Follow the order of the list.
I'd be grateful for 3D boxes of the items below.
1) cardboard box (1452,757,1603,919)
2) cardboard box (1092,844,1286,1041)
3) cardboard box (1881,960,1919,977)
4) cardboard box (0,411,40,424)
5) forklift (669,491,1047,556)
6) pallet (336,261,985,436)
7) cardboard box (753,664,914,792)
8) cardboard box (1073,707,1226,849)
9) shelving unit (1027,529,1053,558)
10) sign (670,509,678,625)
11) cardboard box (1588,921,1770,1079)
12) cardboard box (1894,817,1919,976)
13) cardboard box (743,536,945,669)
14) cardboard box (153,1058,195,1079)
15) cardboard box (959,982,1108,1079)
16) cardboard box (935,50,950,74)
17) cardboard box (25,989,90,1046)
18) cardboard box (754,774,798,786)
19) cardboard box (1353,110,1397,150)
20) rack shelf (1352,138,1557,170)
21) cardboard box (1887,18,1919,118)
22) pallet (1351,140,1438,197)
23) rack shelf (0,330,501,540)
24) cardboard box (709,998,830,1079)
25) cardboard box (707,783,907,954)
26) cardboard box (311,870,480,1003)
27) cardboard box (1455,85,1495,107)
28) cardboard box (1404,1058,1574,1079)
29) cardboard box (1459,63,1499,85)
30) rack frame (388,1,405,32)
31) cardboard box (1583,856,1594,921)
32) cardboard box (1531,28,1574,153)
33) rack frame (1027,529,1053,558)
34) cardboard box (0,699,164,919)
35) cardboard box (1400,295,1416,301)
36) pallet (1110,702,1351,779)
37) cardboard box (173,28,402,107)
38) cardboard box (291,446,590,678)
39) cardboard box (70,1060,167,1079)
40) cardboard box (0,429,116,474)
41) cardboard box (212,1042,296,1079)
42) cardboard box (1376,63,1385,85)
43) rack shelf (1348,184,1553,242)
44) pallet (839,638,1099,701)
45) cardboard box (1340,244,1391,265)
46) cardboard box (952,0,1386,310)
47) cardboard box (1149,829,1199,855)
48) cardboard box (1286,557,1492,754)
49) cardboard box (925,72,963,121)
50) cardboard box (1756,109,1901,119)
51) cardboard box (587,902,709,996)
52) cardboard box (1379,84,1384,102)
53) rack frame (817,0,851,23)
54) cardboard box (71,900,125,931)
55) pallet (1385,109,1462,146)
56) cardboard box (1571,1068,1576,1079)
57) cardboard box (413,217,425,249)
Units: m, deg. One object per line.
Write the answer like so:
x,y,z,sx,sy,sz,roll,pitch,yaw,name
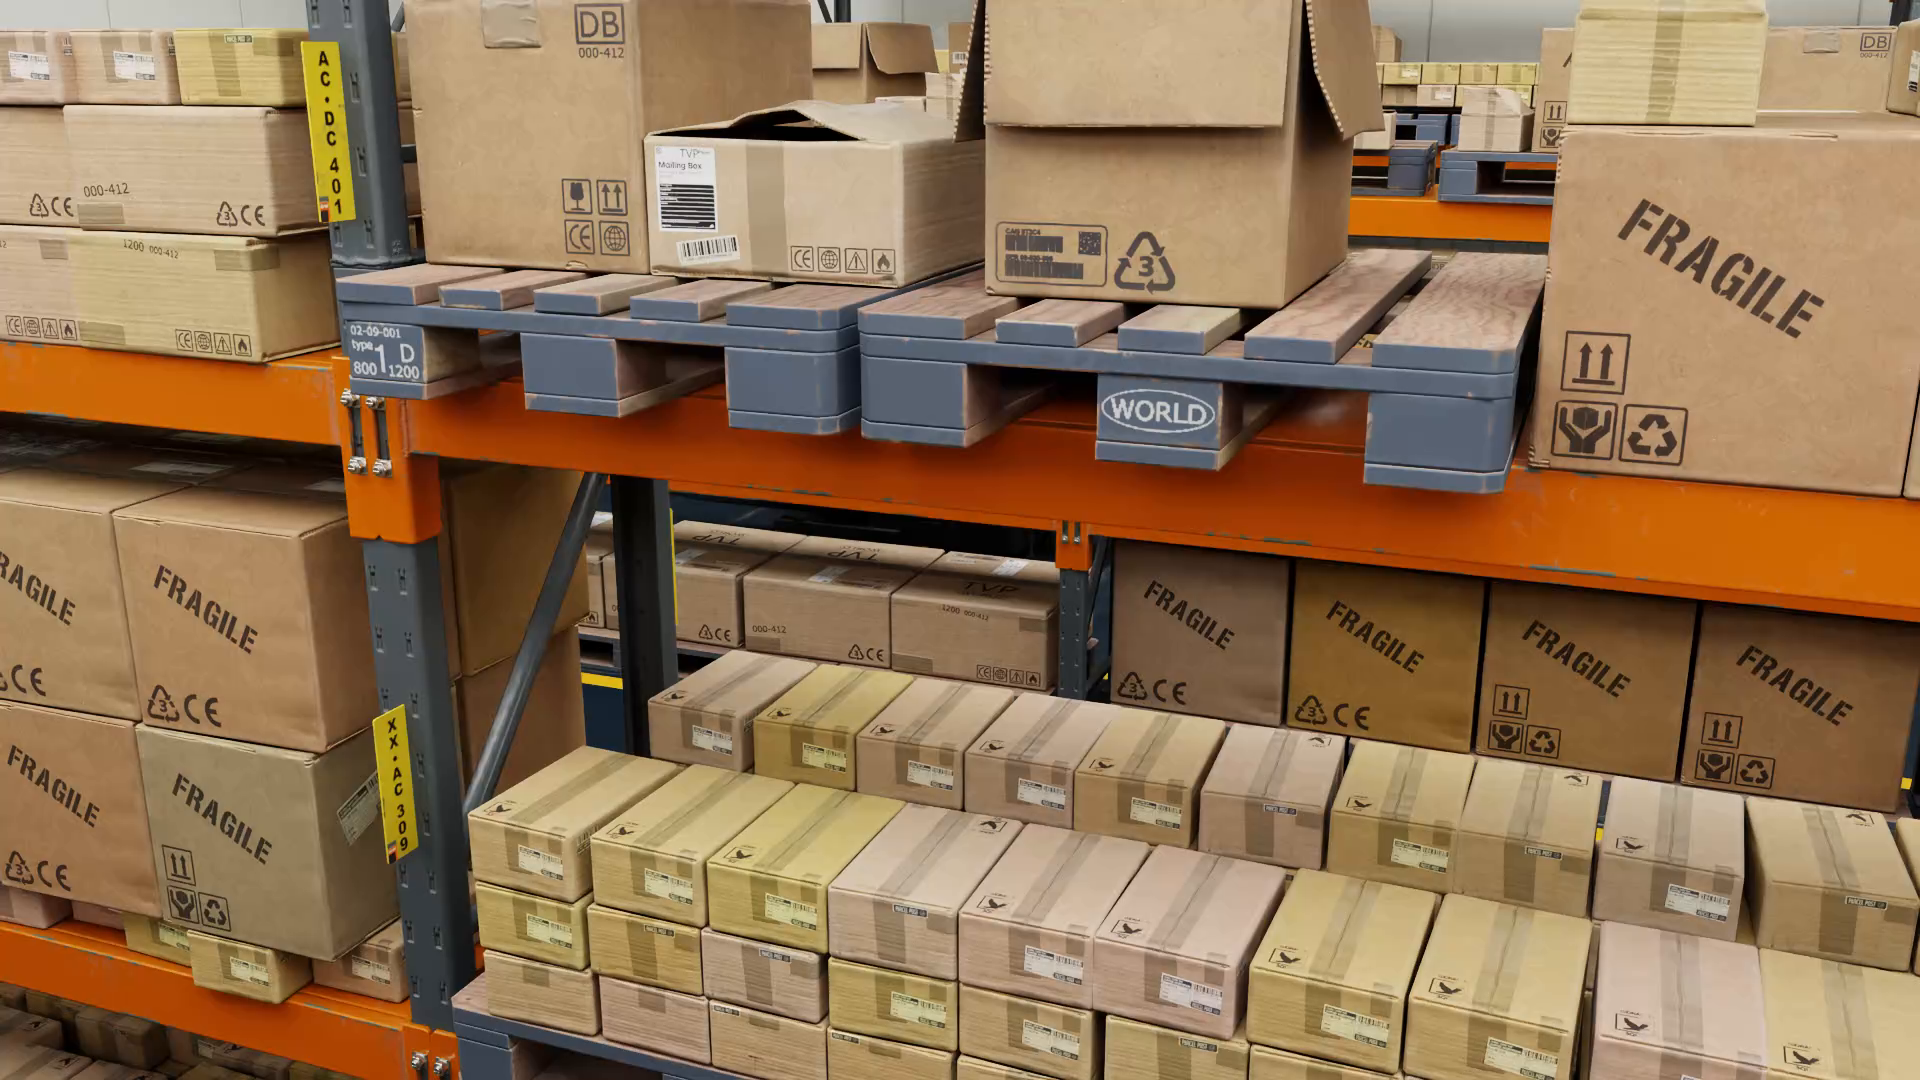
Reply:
1.153,0.596,3.370,0.250,0.149,0.380,7,18,22,cardboard box
0.415,0.710,2.978,0.250,0.149,0.380,7,18,23,cardboard box
1.856,0.815,3.149,0.250,0.149,0.380,6,17,19,cardboard box
-2.739,-0.157,4.827,0.500,0.500,0.500,6,17,19,cardboard box
-0.828,-1.516,12.139,3.031,2.935,1.130,6,17,20,forklift
-0.451,-0.474,3.384,1.003,0.211,1.213,6,17,21,pallet
-0.291,0.436,3.921,0.250,0.149,0.380,6,17,19,cardboard box
0.420,0.516,3.646,0.250,0.149,0.380,6,17,19,cardboard box
1.053,-0.608,11.578,1.048,1.500,0.538,6,17,20,shelving unit
-0.786,0.085,4.424,0.005,0.325,0.100,6,17,21,sign
1.162,0.791,2.700,0.250,0.149,0.380,6,17,21,cardboard box
1.898,0.677,3.091,0.250,0.149,0.380,6,17,20,cardboard box
-0.642,0.336,9.477,0.875,0.438,0.875,6,17,19,cardboard box
-2.212,1.609,5.078,0.250,0.149,0.380,7,18,23,cardboard box
0.187,0.827,3.110,0.250,0.149,0.380,7,18,23,cardboard box
0.092,-3.742,13.142,0.500,0.250,0.500,6,17,20,cardboard box
-2.675,1.411,5.225,0.250,0.149,0.380,6,17,21,cardboard box
-0.298,0.577,3.968,0.250,0.149,0.380,6,17,21,cardboard box
1.785,-1.819,7.344,0.250,0.166,0.380,5,17,17,cardboard box
4.414,-2.687,11.960,4.000,0.370,1.077,6,17,21,rack shelf
1.728,-0.843,2.765,0.258,0.266,0.396,6,17,21,cardboard box
1.607,-1.777,7.876,1.217,0.209,0.805,6,17,18,pallet
-2.847,-0.514,4.476,4.000,0.370,1.077,6,17,21,rack shelf
-0.297,0.917,3.331,0.250,0.149,0.380,6,17,21,cardboard box
-0.289,0.632,3.247,0.250,0.149,0.380,6,17,21,cardboard box
-1.338,0.937,4.015,0.250,0.149,0.380,6,17,20,cardboard box
3.637,-3.129,11.708,0.250,0.149,0.380,6,17,20,cardboard box
0.907,0.907,2.834,0.250,0.149,0.380,7,18,22,cardboard box
3.674,-3.289,11.726,0.250,0.149,0.380,7,17,21,cardboard box
-2.985,-3.799,9.120,0.127,3.000,1.000,6,17,21,rack frame
1.160,0.738,3.416,0.250,0.149,0.380,6,17,20,cardboard box
2.711,-1.895,7.008,0.500,0.500,0.500,6,17,21,cardboard box
0.578,-0.659,11.753,0.032,1.500,0.500,6,17,20,rack frame
-2.022,0.565,4.135,0.500,0.500,0.500,6,17,19,cardboard box
2.192,-0.949,8.088,0.500,0.500,0.500,7,18,22,cardboard box
1.481,0.890,8.731,1.213,0.211,1.003,6,17,21,pallet
-1.378,-0.976,3.432,0.250,0.149,0.380,5,17,18,cardboard box
-1.317,0.005,4.271,0.500,0.500,0.500,7,17,22,cardboard box
-2.398,1.608,4.547,0.250,0.149,0.380,5,17,18,cardboard box
-2.477,0.029,4.188,0.500,0.500,0.500,7,18,22,cardboard box
-1.969,1.501,4.918,0.250,0.149,0.380,6,17,19,cardboard box
2.945,-3.356,11.958,0.250,0.149,0.380,7,17,22,cardboard box
2.597,-1.399,7.524,4.000,0.370,1.077,6,17,21,rack shelf
0.057,0.732,9.273,1.213,0.211,1.003,6,17,21,pallet
2.922,-1.939,12.539,0.500,0.500,0.700,7,18,22,cardboard box
0.403,-0.715,2.936,0.637,0.503,0.797,6,17,20,cardboard box
0.429,0.657,3.693,0.250,0.149,0.380,5,17,18,cardboard box
2.185,0.443,8.326,0.875,0.875,0.875,7,18,22,cardboard box
0.024,-2.117,8.014,0.258,0.266,0.396,7,18,22,cardboard box
1.366,-0.521,3.027,0.500,0.500,0.500,6,17,21,cardboard box
-0.547,0.747,3.384,0.250,0.149,0.380,6,17,20,cardboard box
2.914,-3.197,11.944,0.250,0.149,0.380,6,17,21,cardboard box
-1.167,-5.087,13.555,0.127,3.000,1.000,6,17,21,rack frame
-2.059,0.852,4.308,0.250,0.149,0.380,6,17,19,cardboard box
3.135,-3.062,12.298,1.003,0.211,1.213,6,17,21,pallet
0.916,1.050,2.876,0.250,0.149,0.380,7,18,22,cardboard box
-1.320,-0.699,4.090,0.500,0.250,0.500,7,18,23,cardboard box
